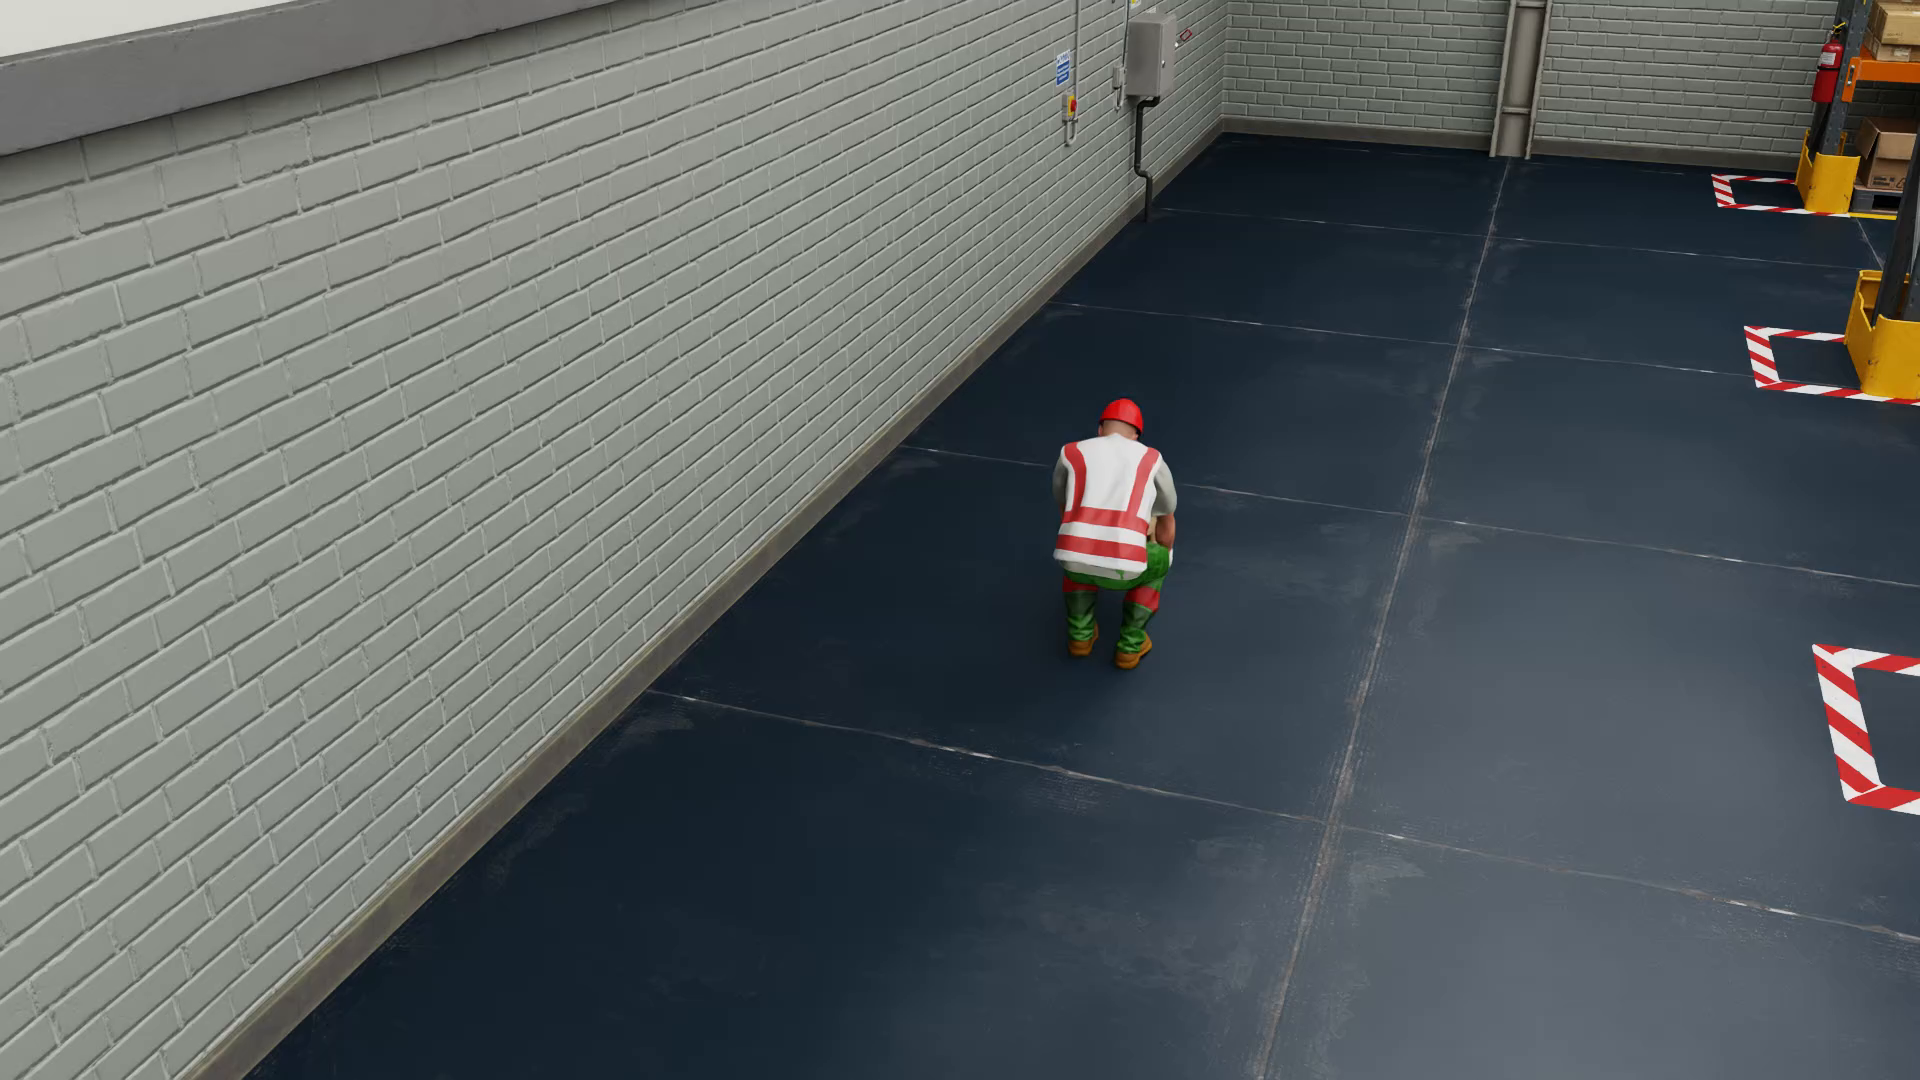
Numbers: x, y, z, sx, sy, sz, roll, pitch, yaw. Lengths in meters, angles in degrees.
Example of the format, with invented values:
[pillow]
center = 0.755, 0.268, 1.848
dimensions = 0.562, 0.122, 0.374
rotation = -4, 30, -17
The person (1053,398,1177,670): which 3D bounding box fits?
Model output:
[person]
center = 0.659, -0.021, 7.461
dimensions = 0.579, 1.074, 0.860
rotation = 9, 27, 17
